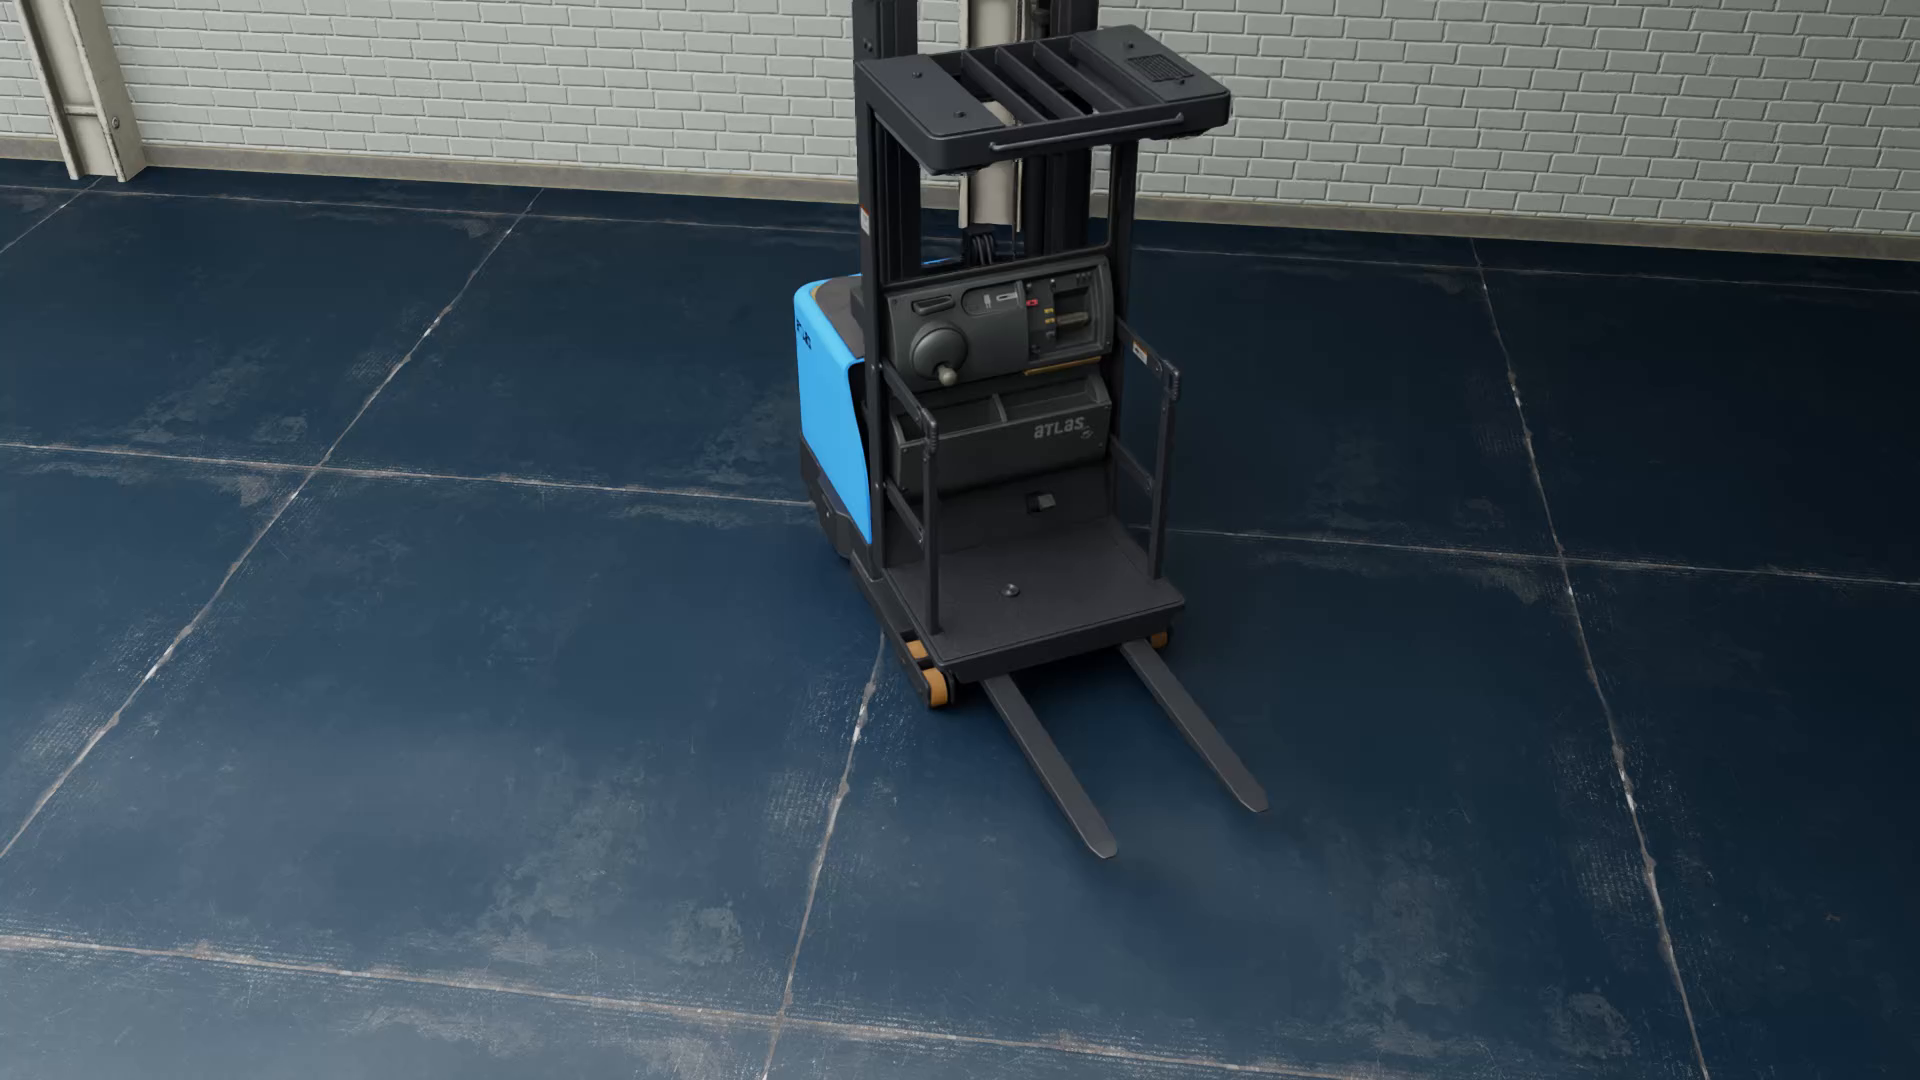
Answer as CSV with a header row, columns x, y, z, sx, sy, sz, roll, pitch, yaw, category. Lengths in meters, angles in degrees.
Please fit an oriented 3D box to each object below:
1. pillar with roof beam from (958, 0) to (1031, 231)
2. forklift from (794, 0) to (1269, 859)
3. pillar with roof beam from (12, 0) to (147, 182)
x,y,z,sx,sy,sz,roll,pitch,yaw,category
-0.342,-3.231,4.530,0.400,9.000,9.100,4,36,6,pillar with roof beam
0.249,-0.786,6.329,1.130,2.935,3.031,-13,38,-18,forklift
-6.293,-3.675,5.152,0.400,9.000,9.100,4,36,6,pillar with roof beam
